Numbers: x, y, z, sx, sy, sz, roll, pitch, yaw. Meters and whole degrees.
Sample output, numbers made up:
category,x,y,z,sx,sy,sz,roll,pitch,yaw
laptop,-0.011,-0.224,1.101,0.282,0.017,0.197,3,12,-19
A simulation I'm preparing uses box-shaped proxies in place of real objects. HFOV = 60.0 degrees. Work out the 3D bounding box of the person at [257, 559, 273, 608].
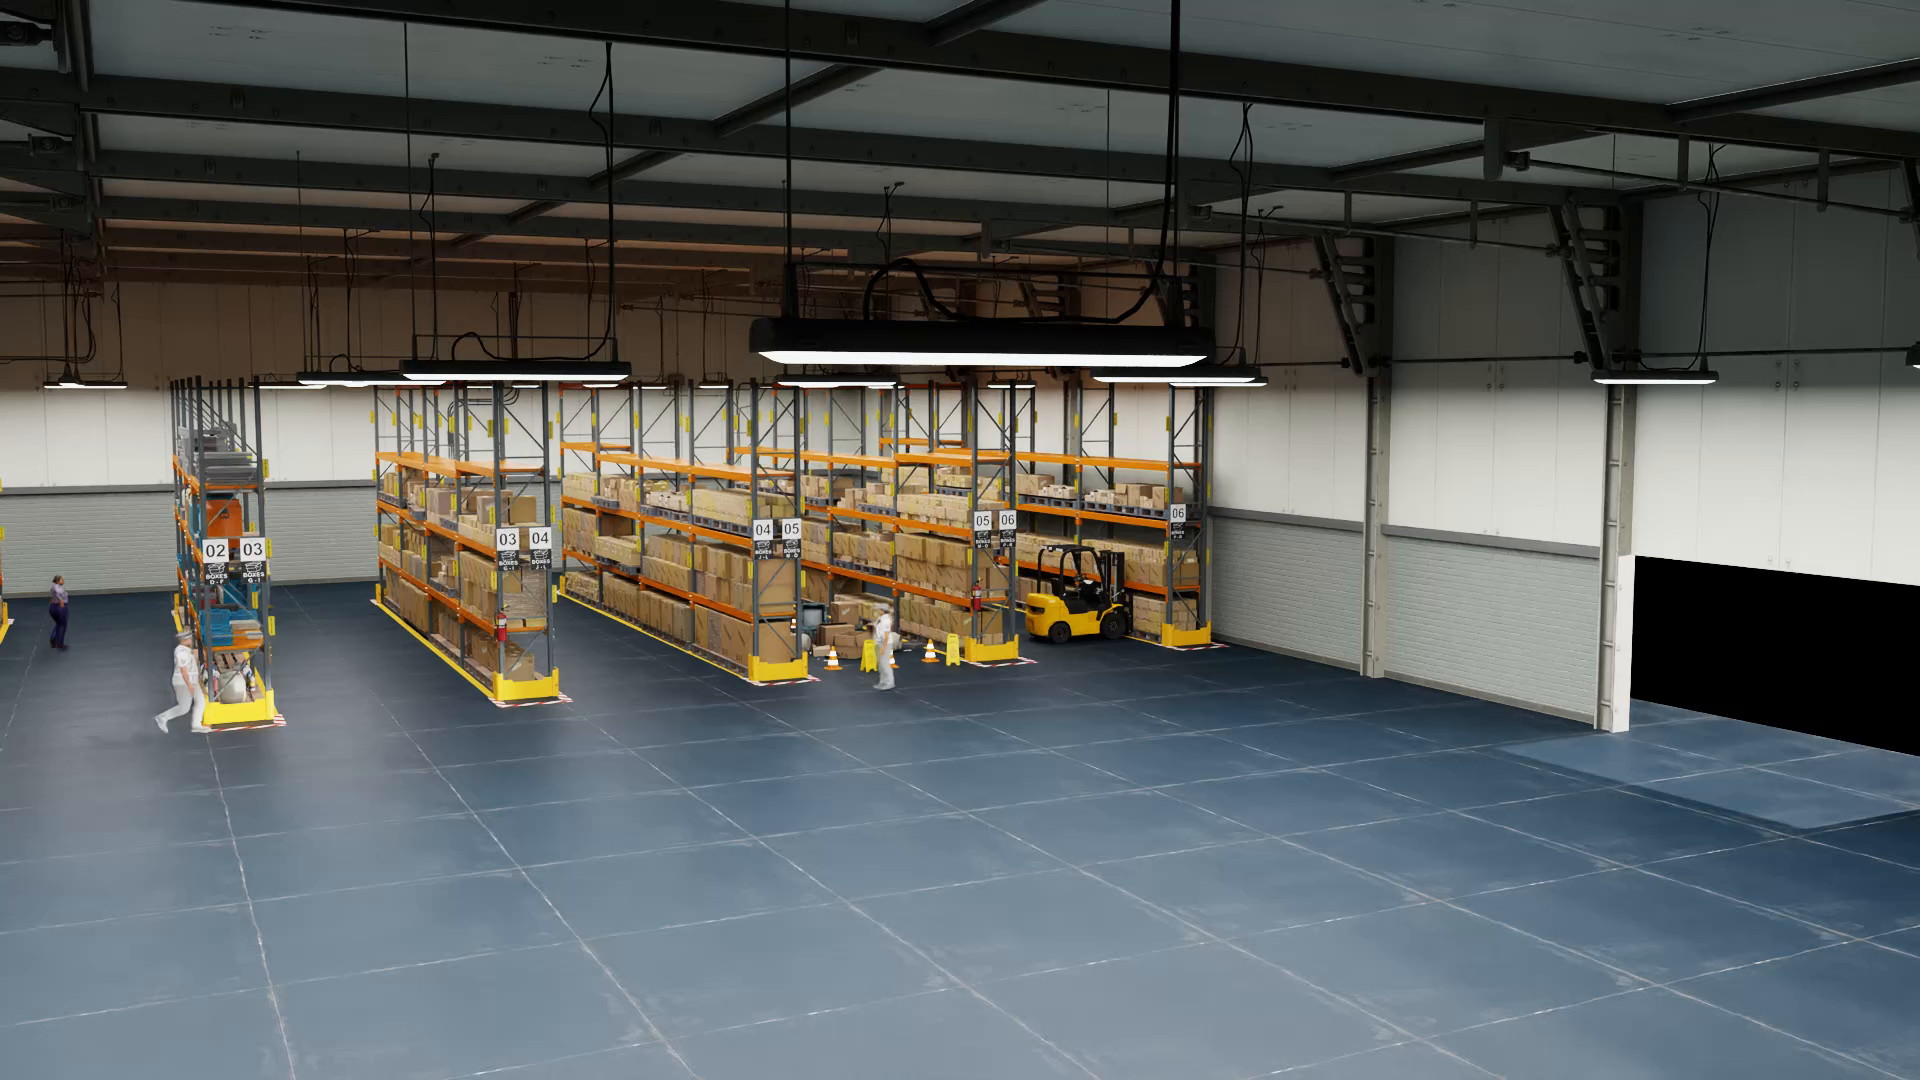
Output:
category,x,y,z,sx,sy,sz,roll,pitch,yaw
person,-18.378,0.939,43.731,0.520,1.757,0.554,2,6,22

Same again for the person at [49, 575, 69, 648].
category,x,y,z,sx,sy,sz,roll,pitch,yaw
person,-20.107,1.594,37.156,0.486,1.660,0.428,2,5,18

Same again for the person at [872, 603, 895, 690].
category,x,y,z,sx,sy,sz,roll,pitch,yaw
person,-1.488,2.045,32.096,0.417,1.681,0.552,-2,5,-20

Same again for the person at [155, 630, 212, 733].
category,x,y,z,sx,sy,sz,roll,pitch,yaw
person,-12.995,2.377,27.795,0.810,1.722,0.522,0,5,-2
